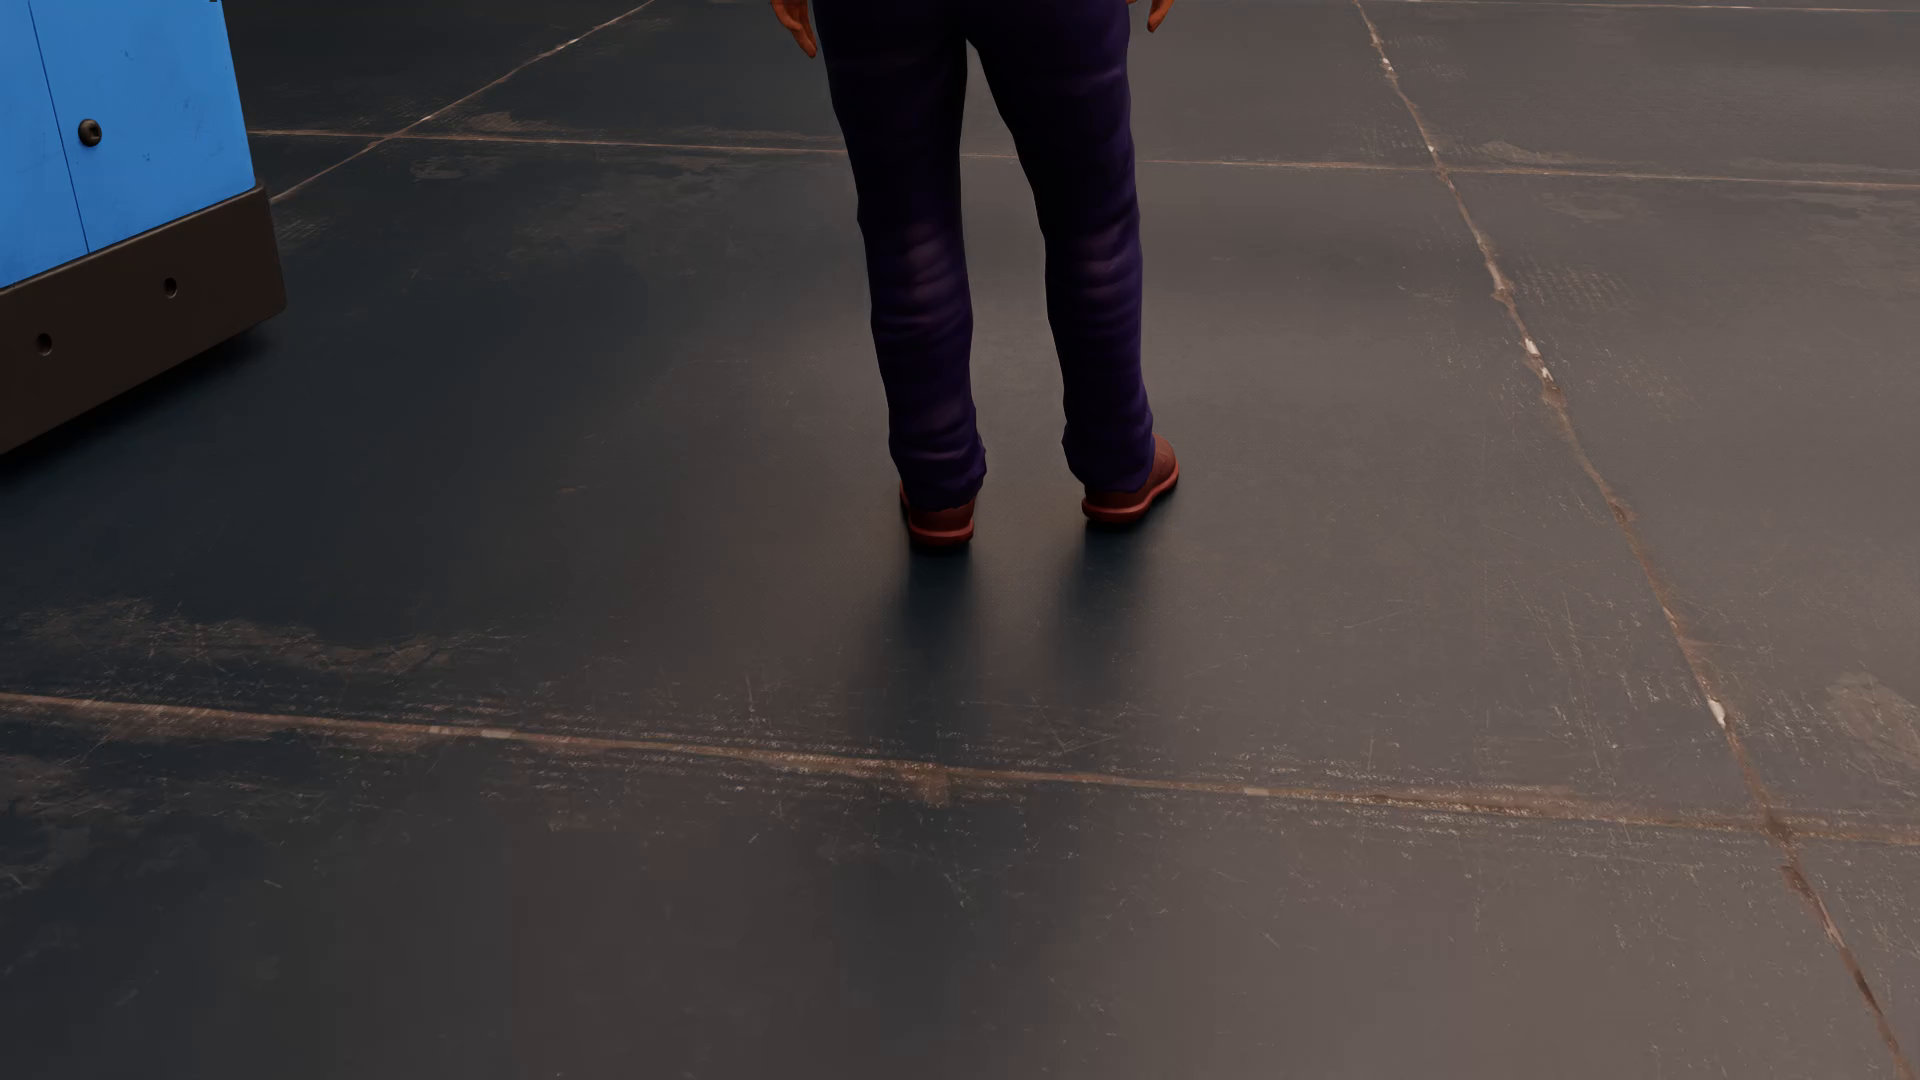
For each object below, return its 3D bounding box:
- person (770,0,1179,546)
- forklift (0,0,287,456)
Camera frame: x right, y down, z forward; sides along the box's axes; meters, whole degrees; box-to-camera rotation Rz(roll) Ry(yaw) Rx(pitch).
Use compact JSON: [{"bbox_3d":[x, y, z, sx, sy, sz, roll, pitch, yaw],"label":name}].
[{"bbox_3d":[0.035,-0.774,2.210,0.598,1.634,0.502,3,27,7],"label":"person"},{"bbox_3d":[-2.890,-1.676,2.577,3.031,2.935,1.130,7,27,13],"label":"forklift"}]
